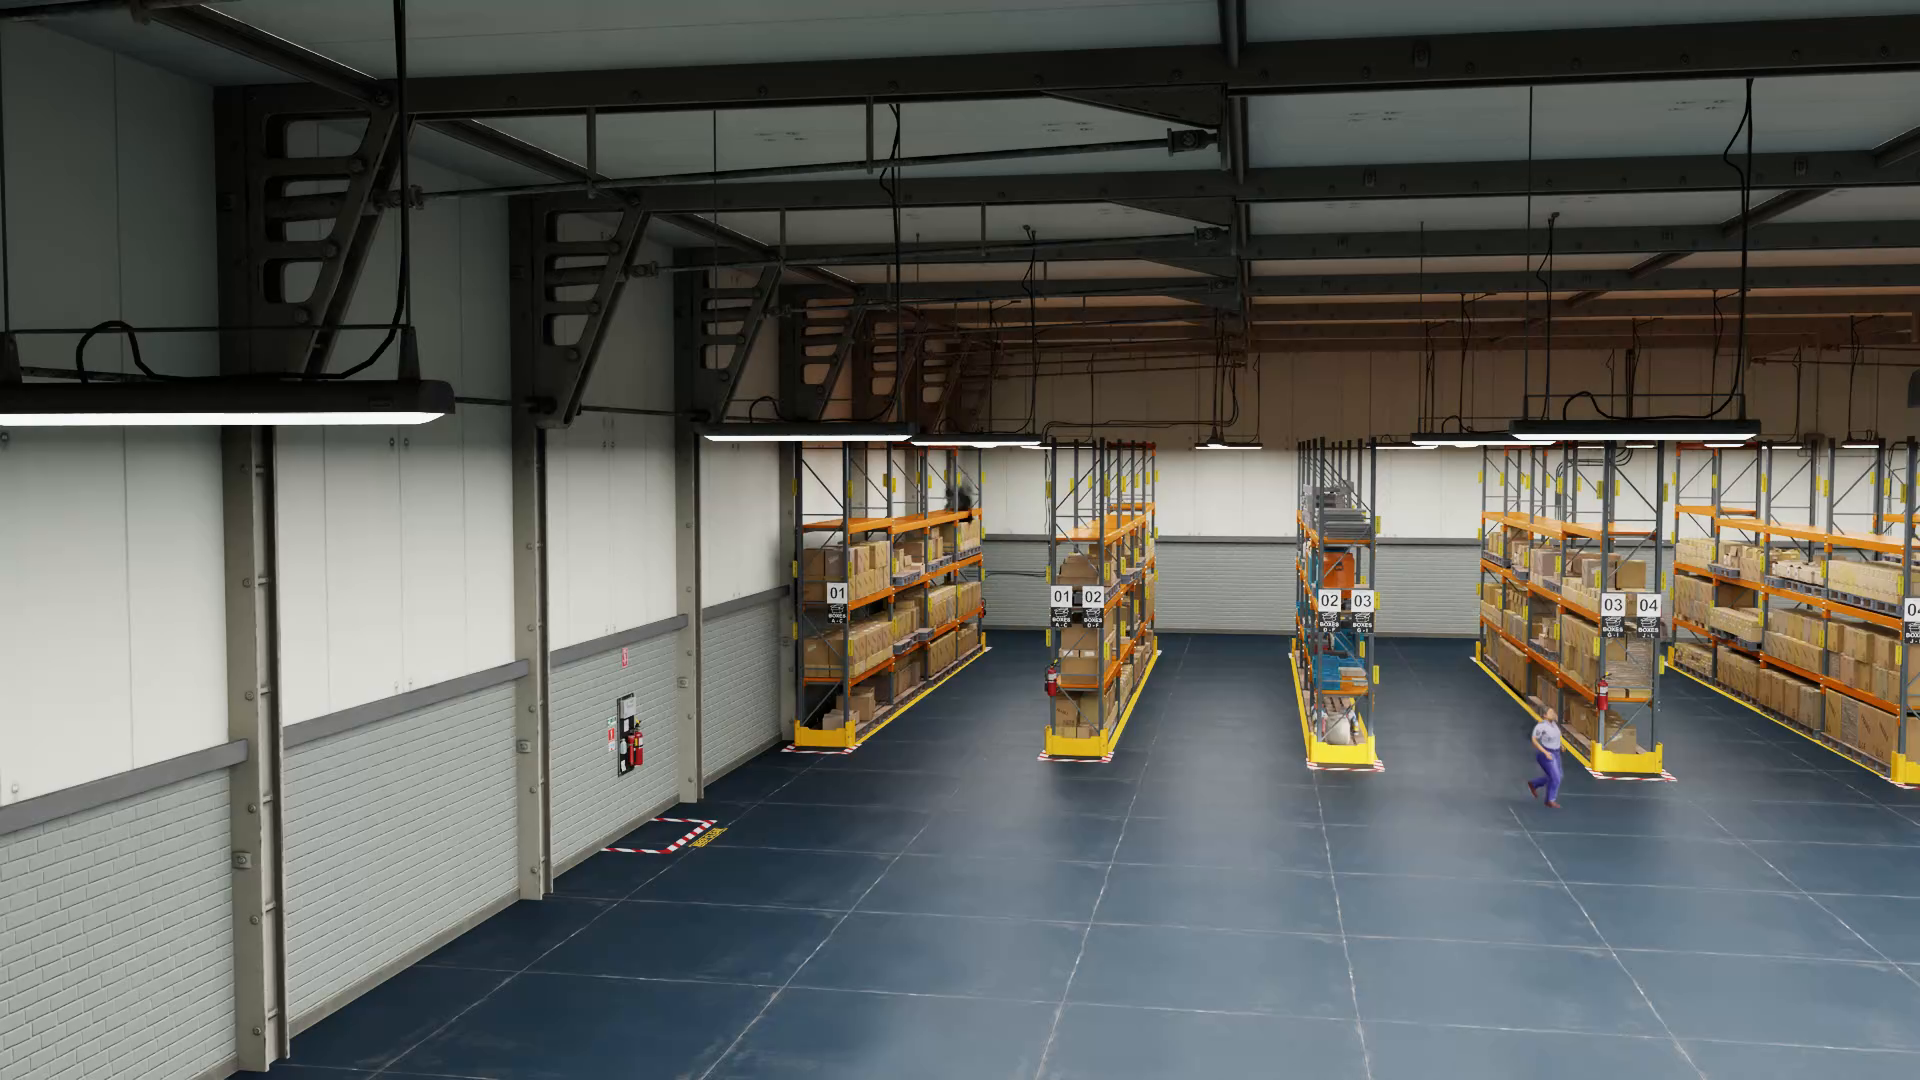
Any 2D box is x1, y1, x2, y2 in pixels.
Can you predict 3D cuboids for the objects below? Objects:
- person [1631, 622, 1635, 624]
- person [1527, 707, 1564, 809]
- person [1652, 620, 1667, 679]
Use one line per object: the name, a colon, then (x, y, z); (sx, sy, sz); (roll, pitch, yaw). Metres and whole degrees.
person: (17.892, 2.543, 45.009); (0.577, 1.594, 0.685); (-2, 4, -36)
person: (9.476, 3.502, 26.929); (0.603, 1.629, 0.624); (-3, 4, -44)
person: (17.391, 2.627, 41.793); (0.729, 1.804, 0.962); (1, 3, 16)
